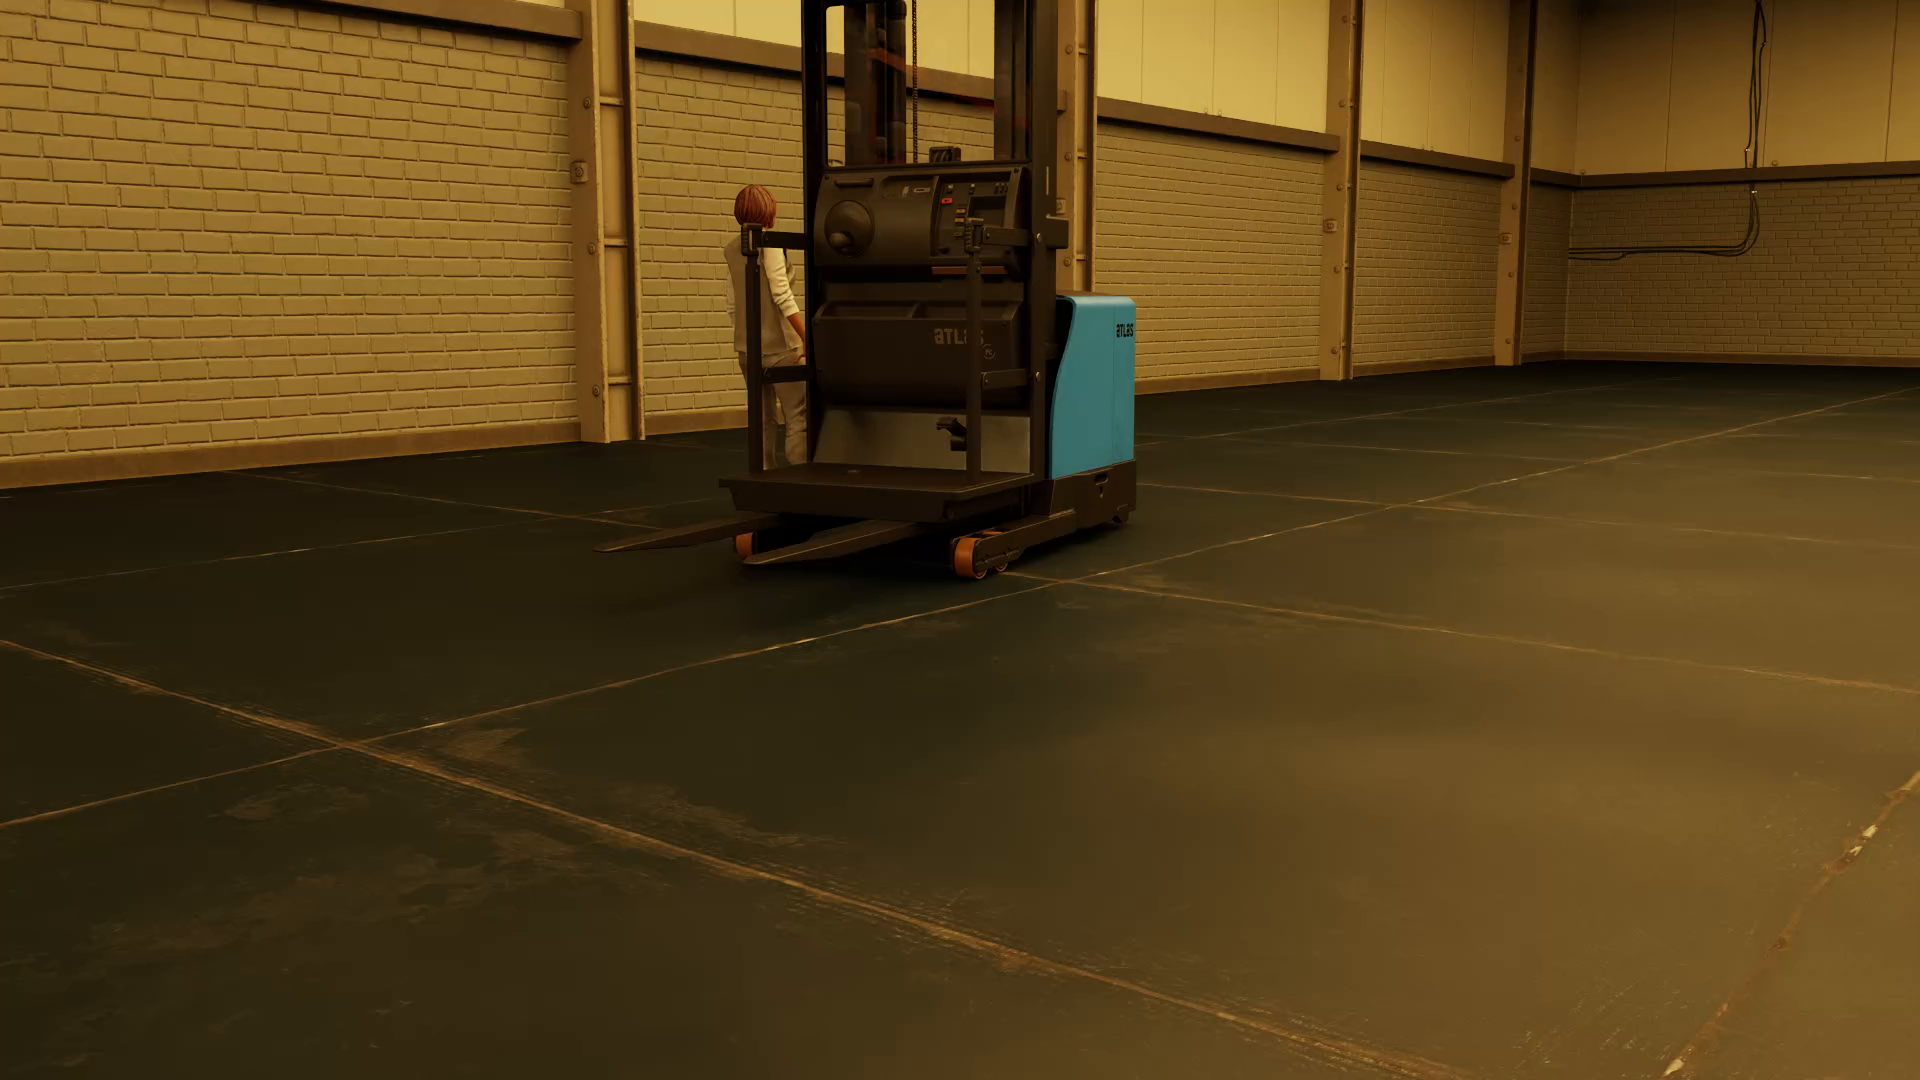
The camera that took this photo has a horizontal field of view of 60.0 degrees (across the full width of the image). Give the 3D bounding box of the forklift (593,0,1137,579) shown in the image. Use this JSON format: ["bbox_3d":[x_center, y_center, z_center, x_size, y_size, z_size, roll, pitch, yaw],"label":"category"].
[{"bbox_3d":[-0.273,-1.371,6.652,1.130,2.935,3.031,4,9,26],"label":"forklift"}]

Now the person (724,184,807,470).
[{"bbox_3d":[-0.865,-0.916,8.099,0.520,1.596,0.476,8,12,44],"label":"person"}]
